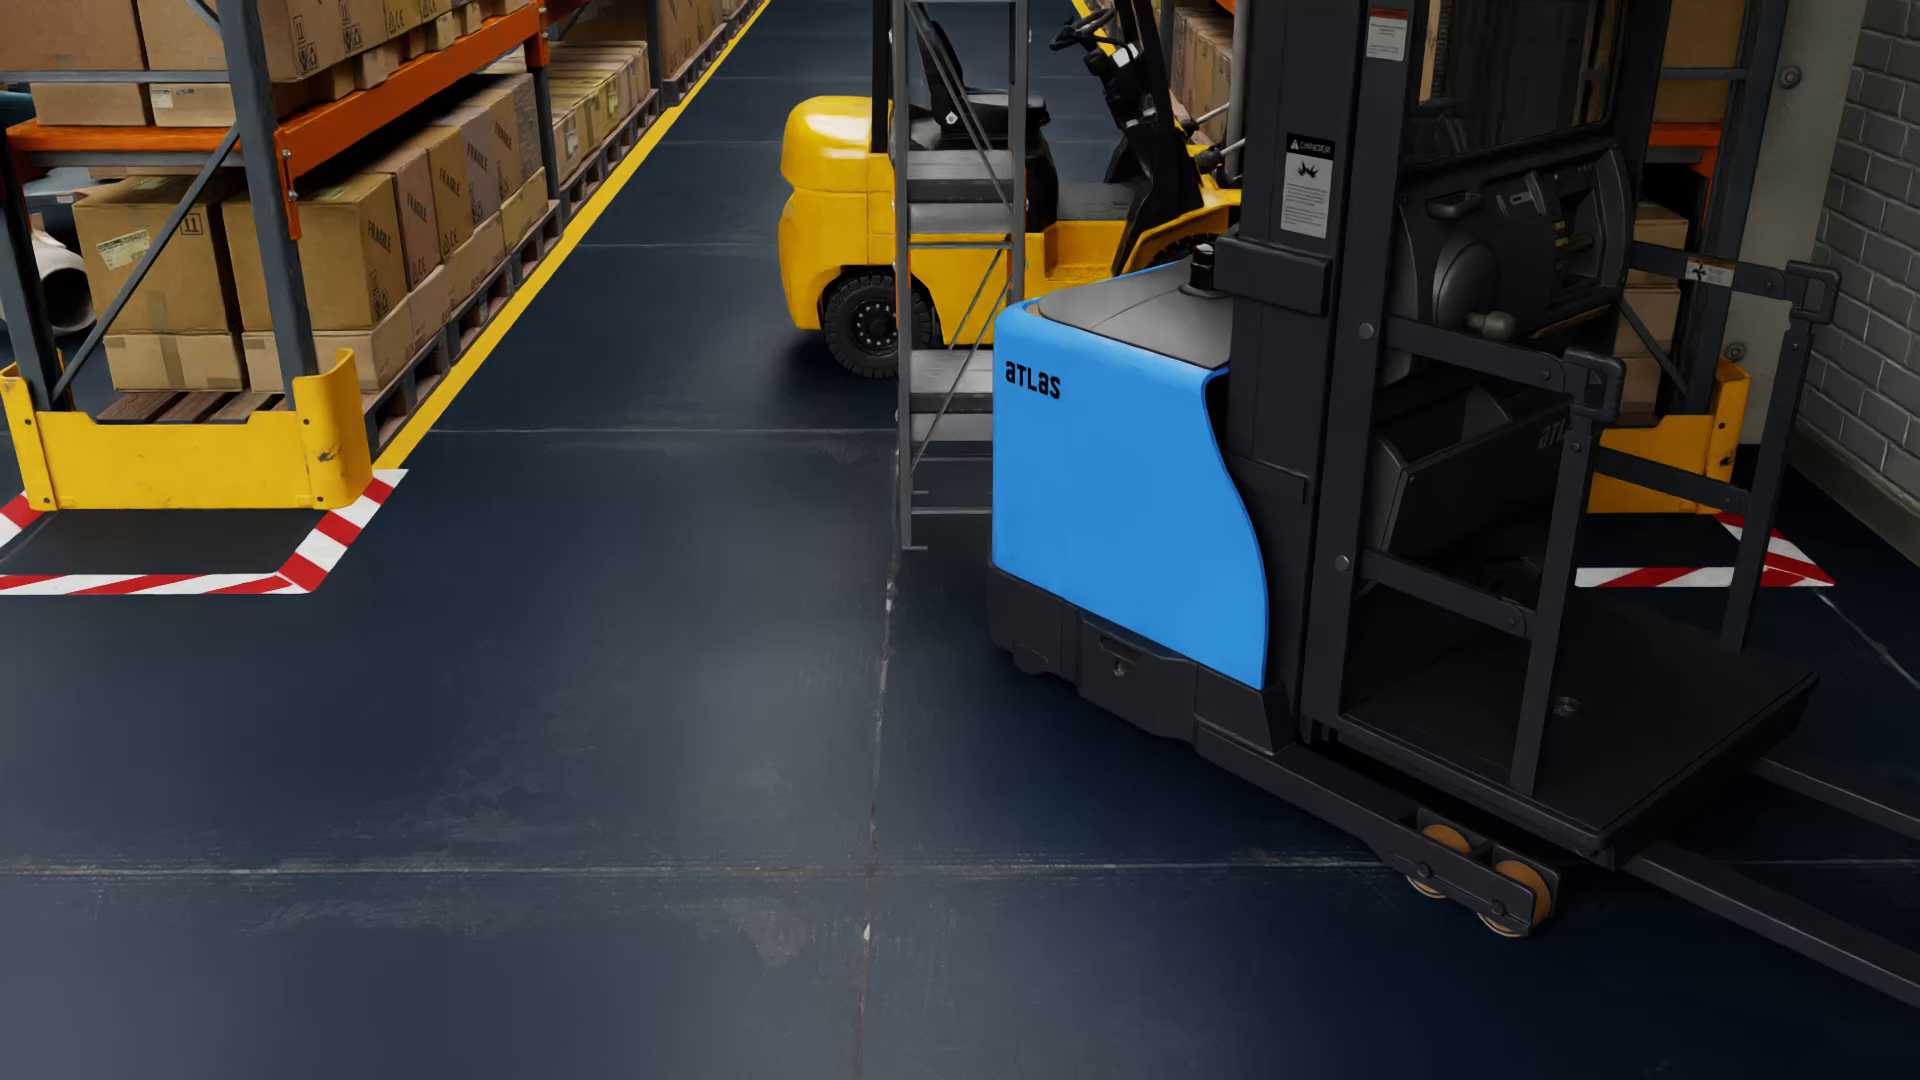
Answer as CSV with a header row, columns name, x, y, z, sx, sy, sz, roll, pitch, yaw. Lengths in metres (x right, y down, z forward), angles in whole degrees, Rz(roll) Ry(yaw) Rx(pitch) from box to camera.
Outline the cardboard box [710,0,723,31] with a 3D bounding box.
name,x,y,z,sx,sy,sz,roll,pitch,yaw
cardboard box,-2.833,-5.427,16.178,0.875,0.875,0.875,0,24,1

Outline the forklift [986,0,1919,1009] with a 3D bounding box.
name,x,y,z,sx,sy,sz,roll,pitch,yaw
forklift,1.434,-0.676,3.687,1.130,2.935,3.031,-20,31,-37

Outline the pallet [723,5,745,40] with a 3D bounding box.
name,x,y,z,sx,sy,sz,roll,pitch,yaw
pallet,-2.850,-5.502,17.659,1.003,0.211,1.213,0,24,-1

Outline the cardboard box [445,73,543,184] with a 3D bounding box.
name,x,y,z,sx,sy,sz,roll,pitch,yaw
cardboard box,-2.558,-2.200,8.891,0.500,0.500,0.500,-1,24,-1

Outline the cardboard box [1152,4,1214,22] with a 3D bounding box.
name,x,y,z,sx,sy,sz,roll,pitch,yaw
cardboard box,1.872,-4.266,14.067,0.500,0.500,0.500,-1,24,-1

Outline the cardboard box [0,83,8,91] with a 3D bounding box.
name,x,y,z,sx,sy,sz,roll,pitch,yaw
cardboard box,-7.908,-3.662,12.426,1.050,0.750,0.750,-1,24,-1

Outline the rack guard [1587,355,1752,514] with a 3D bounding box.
name,x,y,z,sx,sy,sz,roll,pitch,yaw
rack guard,2.174,-0.389,6.004,1.175,0.500,0.348,0,24,-1

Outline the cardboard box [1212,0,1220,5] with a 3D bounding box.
name,x,y,z,sx,sy,sz,roll,pitch,yaw
cardboard box,2.334,-4.610,14.040,0.380,0.149,0.250,0,24,0

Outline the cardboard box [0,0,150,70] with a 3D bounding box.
name,x,y,z,sx,sy,sz,roll,pitch,yaw
cardboard box,-3.071,-1.918,5.868,0.500,0.500,0.500,-1,24,-1

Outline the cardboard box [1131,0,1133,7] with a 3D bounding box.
name,x,y,z,sx,sy,sz,roll,pitch,yaw
cardboard box,1.840,-4.910,15.489,0.500,0.500,0.500,-1,24,-2

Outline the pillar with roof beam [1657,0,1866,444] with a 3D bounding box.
name,x,y,z,sx,sy,sz,roll,pitch,yaw
pillar with roof beam,-1.237,-4.543,4.875,9.100,9.000,0.400,0,24,-1

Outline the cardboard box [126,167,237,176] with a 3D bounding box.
name,x,y,z,sx,sy,sz,roll,pitch,yaw
cardboard box,-3.130,-1.570,6.711,0.380,0.149,0.250,0,24,1

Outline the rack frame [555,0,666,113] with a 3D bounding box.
name,x,y,z,sx,sy,sz,roll,pitch,yaw
rack frame,-2.876,-4.811,12.746,1.000,3.000,0.127,0,24,-1

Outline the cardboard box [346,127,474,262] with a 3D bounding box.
name,x,y,z,sx,sy,sz,roll,pitch,yaw
cardboard box,-2.530,-1.560,7.476,0.500,0.500,0.500,0,24,0

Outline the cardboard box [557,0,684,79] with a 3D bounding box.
name,x,y,z,sx,sy,sz,roll,pitch,yaw
cardboard box,-2.801,-4.319,13.728,0.875,0.875,0.875,0,24,-1

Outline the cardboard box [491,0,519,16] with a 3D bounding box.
name,x,y,z,sx,sy,sz,roll,pitch,yaw
cardboard box,-2.515,-2.814,8.637,0.380,0.149,0.250,0,24,1

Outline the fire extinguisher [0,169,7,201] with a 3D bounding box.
name,x,y,z,sx,sy,sz,roll,pitch,yaw
fire extinguisher,-3.249,-1.430,5.365,0.296,0.674,0.183,0,24,-1

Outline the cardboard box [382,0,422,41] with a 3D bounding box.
name,x,y,z,sx,sy,sz,roll,pitch,yaw
cardboard box,-2.533,-2.315,6.746,0.500,0.500,0.500,-1,24,-2

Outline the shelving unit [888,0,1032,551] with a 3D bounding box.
name,x,y,z,sx,sy,sz,roll,pitch,yaw
shelving unit,-0.002,-1.025,5.468,0.431,2.100,0.503,0,24,-1

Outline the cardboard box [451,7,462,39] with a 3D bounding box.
name,x,y,z,sx,sy,sz,roll,pitch,yaw
cardboard box,-2.537,-2.393,7.705,0.380,0.149,0.250,-1,24,-1

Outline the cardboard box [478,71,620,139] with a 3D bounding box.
name,x,y,z,sx,sy,sz,roll,pitch,yaw
cardboard box,-2.862,-2.955,11.323,0.950,0.372,0.625,1,24,1

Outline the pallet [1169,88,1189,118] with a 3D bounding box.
name,x,y,z,sx,sy,sz,roll,pitch,yaw
pallet,2.057,-3.224,12.623,1.003,0.211,1.213,0,24,-1

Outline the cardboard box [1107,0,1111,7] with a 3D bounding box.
name,x,y,z,sx,sy,sz,roll,pitch,yaw
cardboard box,1.744,-5.603,17.449,0.380,0.149,0.250,-1,24,-2

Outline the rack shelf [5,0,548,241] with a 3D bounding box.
name,x,y,z,sx,sy,sz,roll,pitch,yaw
rack shelf,-2.811,-2.010,7.428,1.077,0.370,4.000,0,24,-1

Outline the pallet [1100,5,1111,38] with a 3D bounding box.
name,x,y,z,sx,sy,sz,roll,pitch,yaw
pallet,2.037,-5.495,17.644,1.003,0.211,1.213,0,24,-1

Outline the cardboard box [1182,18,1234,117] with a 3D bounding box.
name,x,y,z,sx,sy,sz,roll,pitch,yaw
cardboard box,2.095,-3.417,12.038,0.875,0.625,0.625,1,24,1

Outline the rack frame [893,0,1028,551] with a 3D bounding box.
name,x,y,z,sx,sy,sz,roll,pitch,yaw
rack frame,0.001,-0.924,5.246,0.400,2.100,0.015,0,24,-1

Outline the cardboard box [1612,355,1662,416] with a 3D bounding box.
name,x,y,z,sx,sy,sz,roll,pitch,yaw
cardboard box,2.364,-0.680,6.440,0.500,0.250,0.500,0,24,0

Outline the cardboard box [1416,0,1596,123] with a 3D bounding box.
name,x,y,z,sx,sy,sz,roll,pitch,yaw
cardboard box,1.906,-1.785,5.936,0.500,0.500,0.500,-1,24,-2

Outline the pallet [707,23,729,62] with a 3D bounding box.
name,x,y,z,sx,sy,sz,roll,pitch,yaw
pallet,-2.836,-4.871,16.263,1.003,0.211,1.213,0,24,-1

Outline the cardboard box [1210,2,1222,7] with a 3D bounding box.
name,x,y,z,sx,sy,sz,roll,pitch,yaw
cardboard box,2.377,-4.264,14.062,0.500,0.500,0.500,0,24,0

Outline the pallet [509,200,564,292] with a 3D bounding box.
name,x,y,z,sx,sy,sz,roll,pitch,yaw
pallet,-2.790,-1.615,9.065,1.003,0.211,1.213,0,24,-1

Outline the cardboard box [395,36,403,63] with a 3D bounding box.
name,x,y,z,sx,sy,sz,roll,pitch,yaw
cardboard box,-2.581,-2.074,7.001,0.380,0.149,0.250,1,24,1

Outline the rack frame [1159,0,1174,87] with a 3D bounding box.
name,x,y,z,sx,sy,sz,roll,pitch,yaw
rack frame,2.087,-4.834,12.799,1.000,3.000,0.127,0,24,-1

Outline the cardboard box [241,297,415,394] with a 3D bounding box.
name,x,y,z,sx,sy,sz,roll,pitch,yaw
cardboard box,-2.521,-0.786,6.675,0.500,0.250,0.500,0,24,-1

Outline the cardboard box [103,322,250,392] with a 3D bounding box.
name,x,y,z,sx,sy,sz,roll,pitch,yaw
cardboard box,-3.067,-0.794,6.693,0.500,0.250,0.500,0,24,-1

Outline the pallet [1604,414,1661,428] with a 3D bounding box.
name,x,y,z,sx,sy,sz,roll,pitch,yaw
pallet,2.124,-0.582,6.781,1.003,0.211,1.213,0,24,-1

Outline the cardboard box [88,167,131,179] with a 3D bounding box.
name,x,y,z,sx,sy,sz,roll,pitch,yaw
cardboard box,-4.612,-2.348,9.416,0.500,0.500,0.500,0,24,-1

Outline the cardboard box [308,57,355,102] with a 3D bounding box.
name,x,y,z,sx,sy,sz,roll,pitch,yaw
cardboard box,-2.525,-1.754,6.293,0.380,0.149,0.250,-1,24,-2

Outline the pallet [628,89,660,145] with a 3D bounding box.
name,x,y,z,sx,sy,sz,roll,pitch,yaw
pallet,-2.869,-3.218,12.609,1.003,0.211,1.213,0,24,-1

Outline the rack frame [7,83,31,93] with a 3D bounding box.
name,x,y,z,sx,sy,sz,roll,pitch,yaw
rack frame,-7.825,-4.747,12.605,1.000,3.000,0.127,0,24,-1

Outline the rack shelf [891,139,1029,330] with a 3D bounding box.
name,x,y,z,sx,sy,sz,roll,pitch,yaw
rack shelf,-0.002,-1.012,5.474,0.431,0.518,0.480,0,24,-1

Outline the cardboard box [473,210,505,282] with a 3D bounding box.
name,x,y,z,sx,sy,sz,roll,pitch,yaw
cardboard box,-2.541,-1.430,8.098,0.500,0.250,0.500,0,24,0
